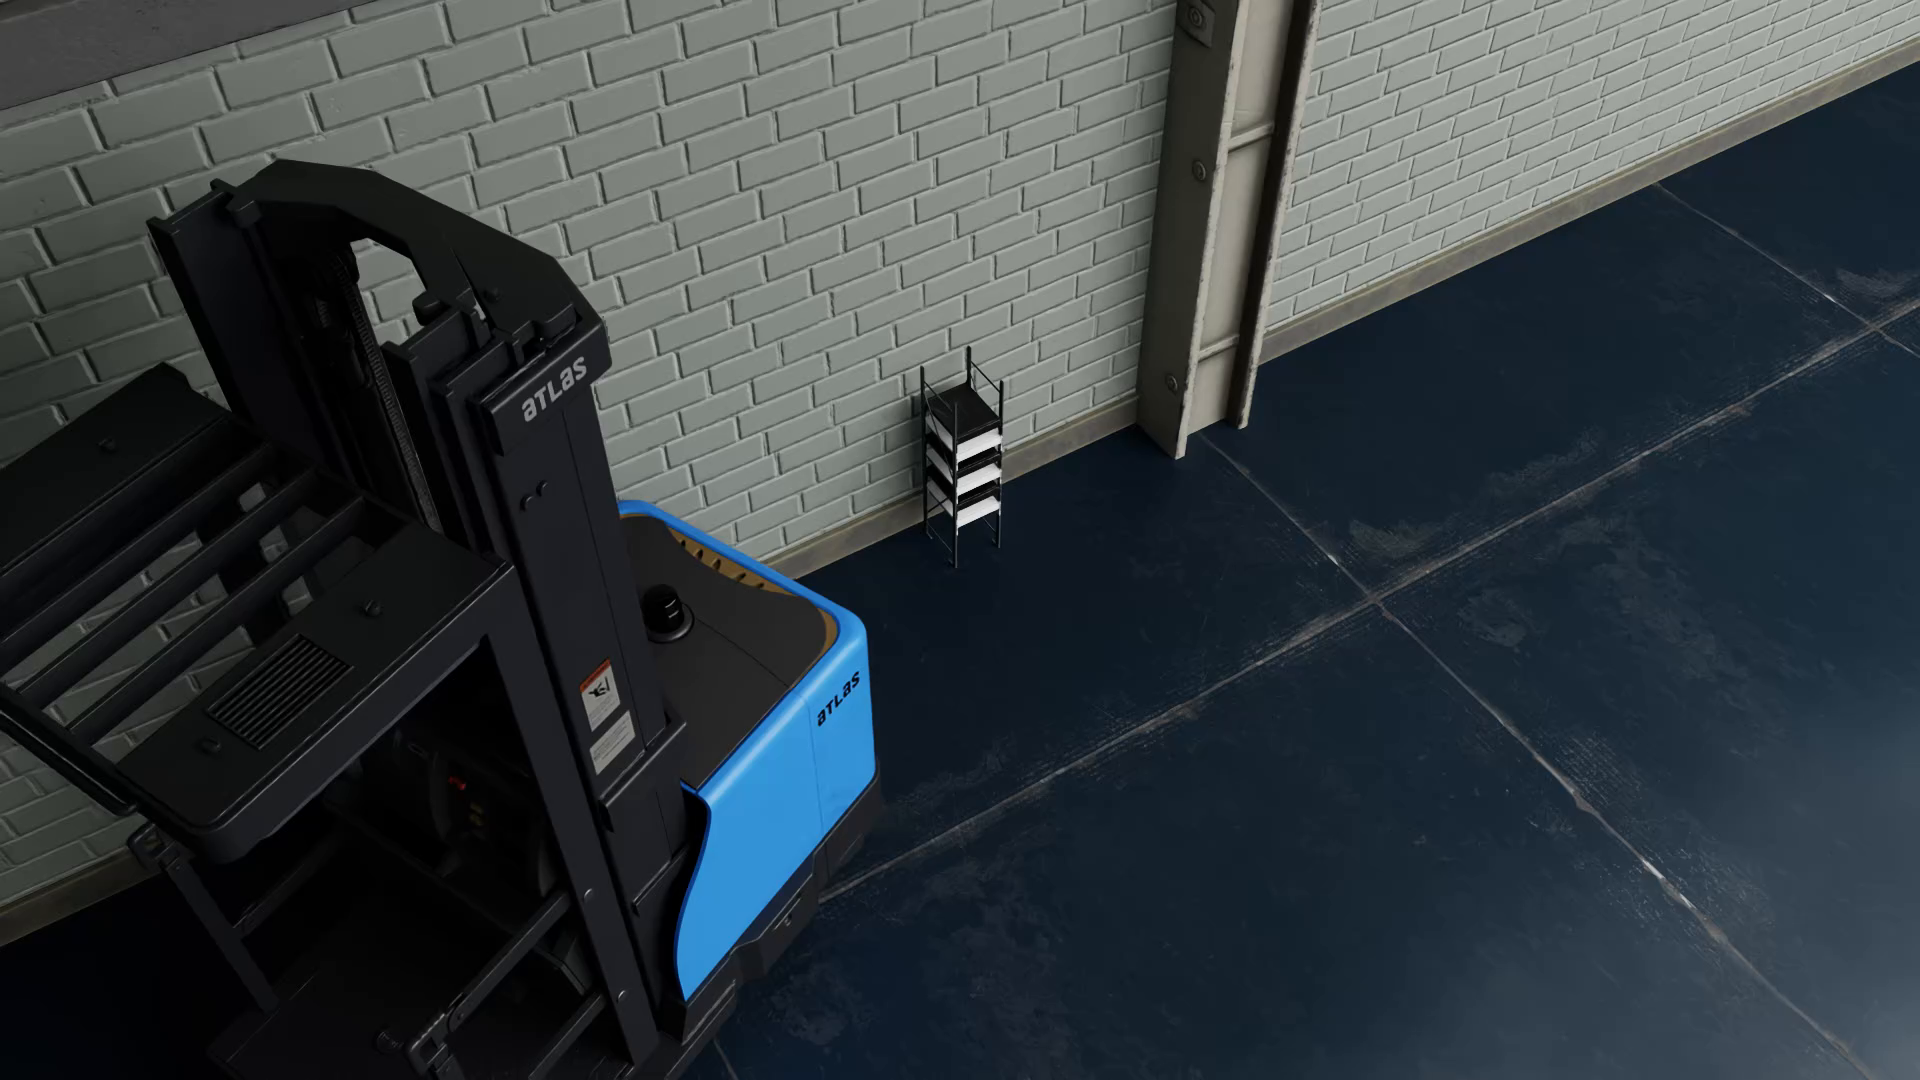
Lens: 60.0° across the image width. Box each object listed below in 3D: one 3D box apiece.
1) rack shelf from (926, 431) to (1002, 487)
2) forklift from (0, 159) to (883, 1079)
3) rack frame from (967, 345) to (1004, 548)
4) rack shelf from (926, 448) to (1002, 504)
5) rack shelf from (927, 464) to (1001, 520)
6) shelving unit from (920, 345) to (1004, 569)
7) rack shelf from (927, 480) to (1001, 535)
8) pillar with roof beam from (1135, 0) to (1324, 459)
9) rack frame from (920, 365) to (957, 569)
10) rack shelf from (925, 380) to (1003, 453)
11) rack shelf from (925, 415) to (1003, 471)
[{"bbox_3d":[0.007,-0.340,6.320,0.200,0.077,0.258,-25,53,-21],"label":"rack shelf"},{"bbox_3d":[-1.509,0.697,4.112,1.130,2.935,3.031,27,54,22],"label":"forklift"},{"bbox_3d":[0.093,-0.343,6.398,0.006,0.900,0.240,-25,53,-21],"label":"rack frame"},{"bbox_3d":[0.007,-0.280,6.387,0.200,0.077,0.258,-25,53,-21],"label":"rack shelf"},{"bbox_3d":[0.007,-0.220,6.454,0.200,0.077,0.258,-25,53,-21],"label":"rack shelf"},{"bbox_3d":[0.007,-0.303,6.362,0.210,0.900,0.258,-25,53,-21],"label":"shelving unit"},{"bbox_3d":[0.007,-0.161,6.521,0.200,0.077,0.258,-25,53,-21],"label":"rack shelf"},{"bbox_3d":[3.286,-0.786,1.370,0.400,9.000,9.100,-25,53,-21],"label":"pillar with roof beam"},{"bbox_3d":[-0.079,-0.262,6.326,0.006,0.900,0.240,-25,53,-21],"label":"rack frame"},{"bbox_3d":[0.007,-0.460,6.185,0.200,0.077,0.258,-25,53,-21],"label":"rack shelf"},{"bbox_3d":[0.007,-0.400,6.253,0.200,0.077,0.258,-25,53,-21],"label":"rack shelf"}]
